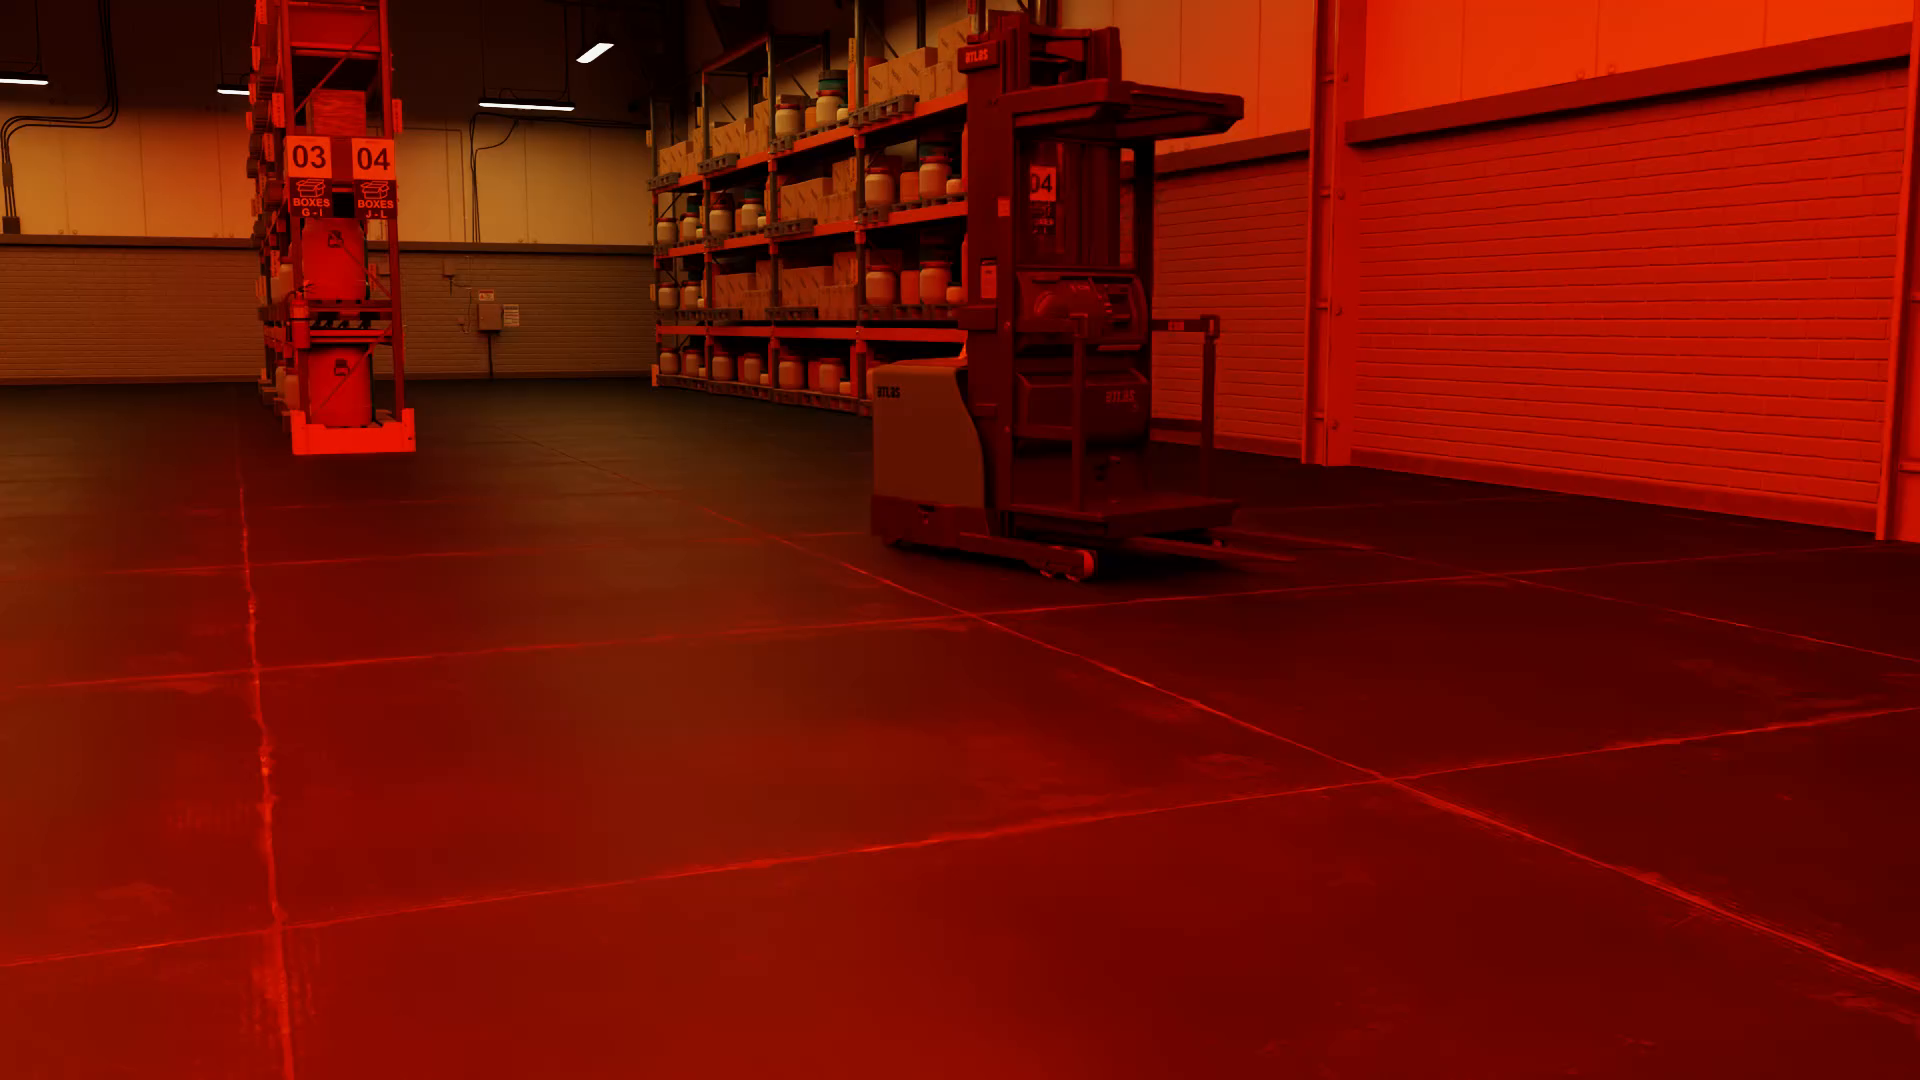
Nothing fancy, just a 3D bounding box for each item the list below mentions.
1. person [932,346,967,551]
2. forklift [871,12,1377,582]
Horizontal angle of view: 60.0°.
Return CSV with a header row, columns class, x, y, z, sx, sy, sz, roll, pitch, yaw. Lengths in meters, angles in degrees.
class,x,y,z,sx,sy,sz,roll,pitch,yaw
person,0.385,-0.730,9.851,1.153,1.520,0.740,-1,8,-11
forklift,0.809,-1.313,8.899,1.130,2.935,3.031,-6,10,-40
